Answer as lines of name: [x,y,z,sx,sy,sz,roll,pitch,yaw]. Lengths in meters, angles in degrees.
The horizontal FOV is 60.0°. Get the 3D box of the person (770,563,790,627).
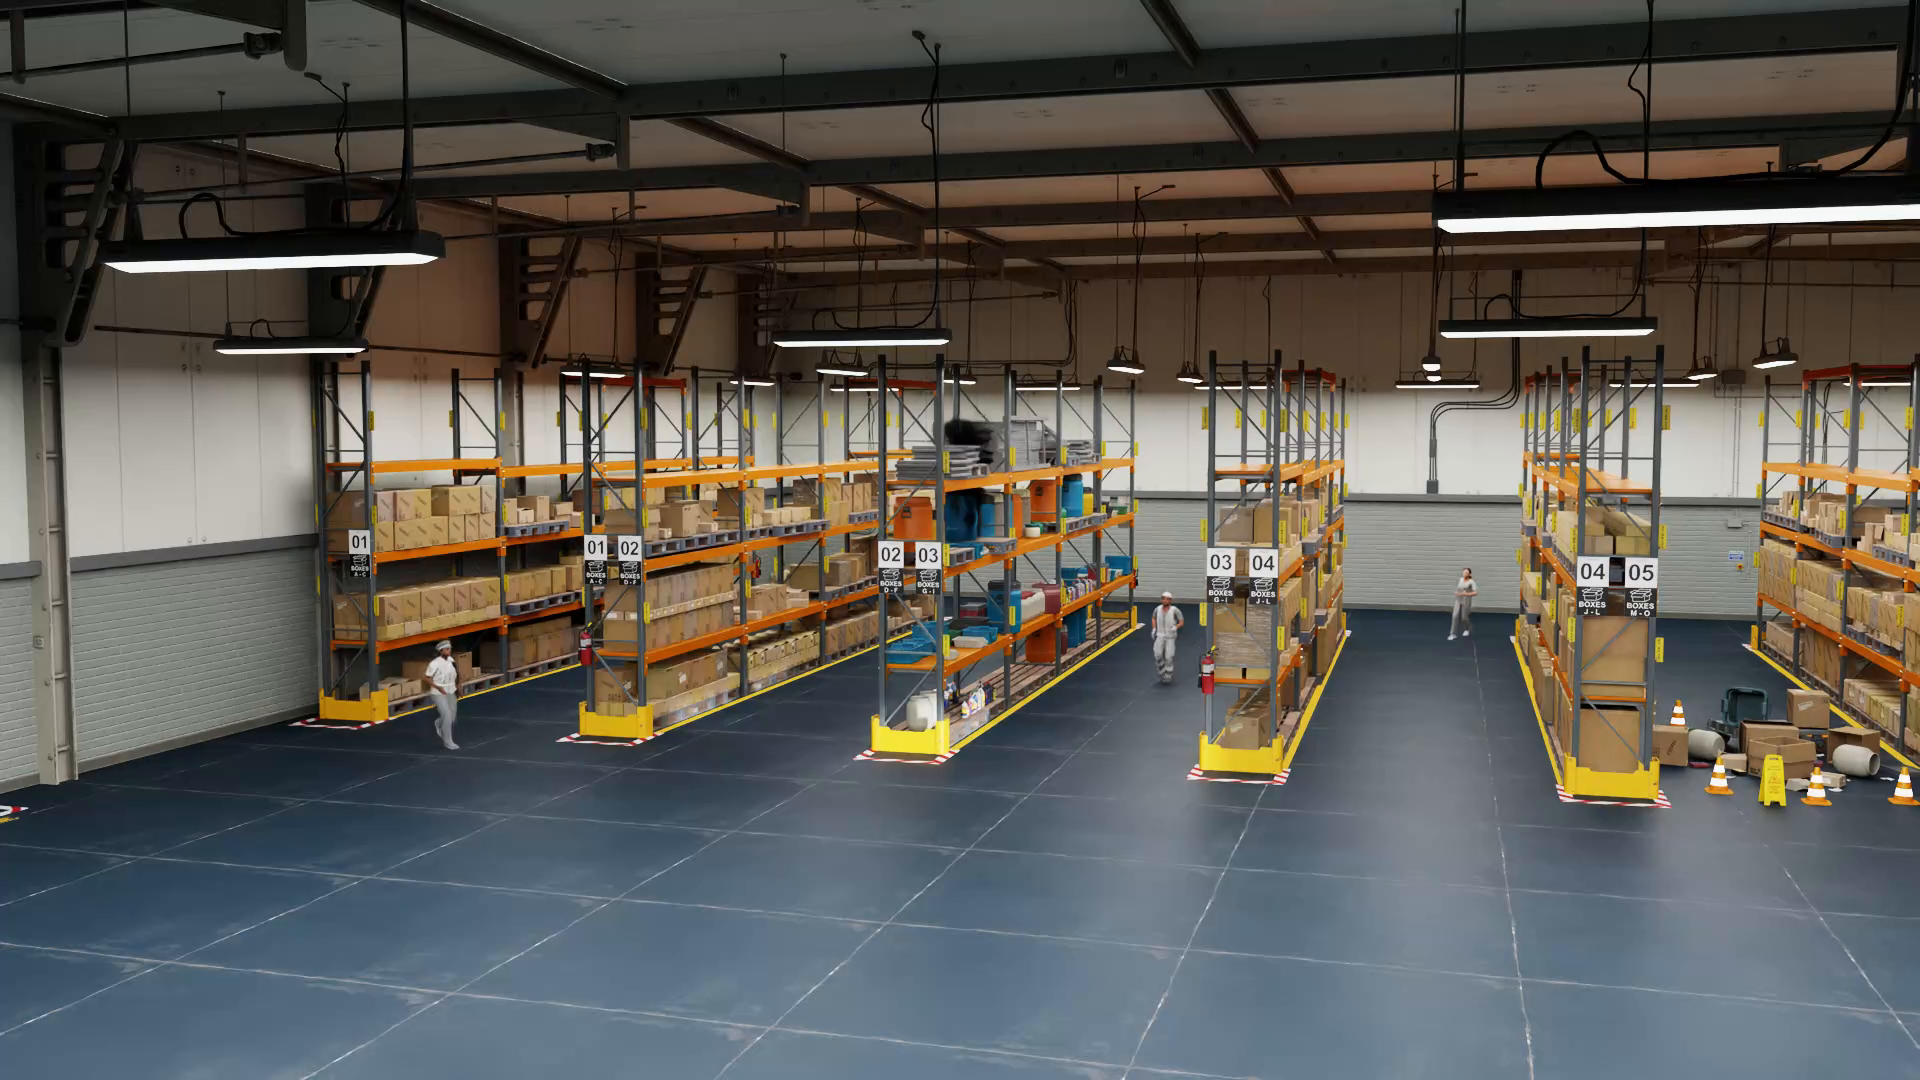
person: [-4.340,1.284,40.610,0.520,1.615,0.914,1,4,7]

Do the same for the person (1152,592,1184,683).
person: [3.916,1.860,31.583,0.653,1.756,0.641,1,4,19]

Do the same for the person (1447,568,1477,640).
person: [11.626,1.465,38.204,0.899,1.658,0.598,-4,5,-41]

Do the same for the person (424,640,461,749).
person: [-7.959,2.361,25.507,0.633,1.683,0.581,3,5,33]
